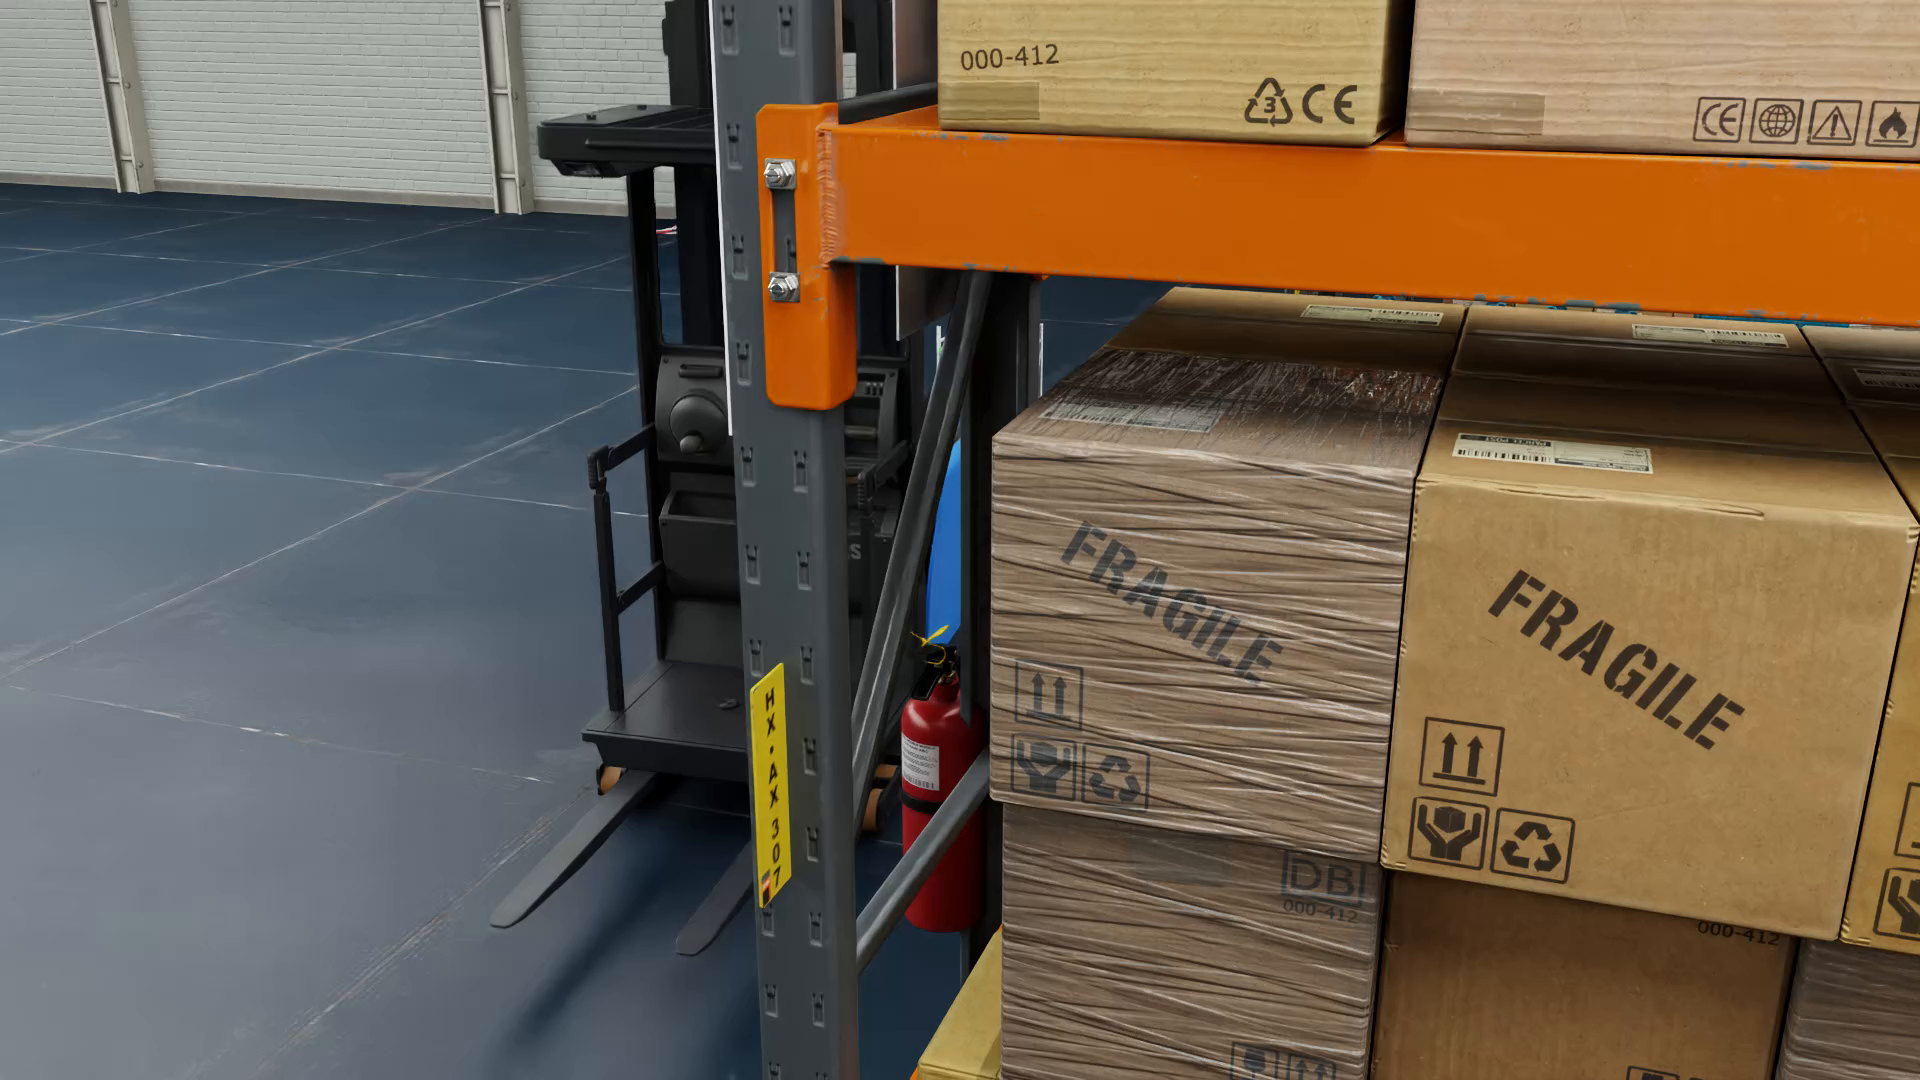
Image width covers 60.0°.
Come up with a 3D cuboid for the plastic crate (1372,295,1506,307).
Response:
[{"bbox_3d":[2.121,-0.936,7.431,0.616,0.251,0.499,7,20,18],"label":"plastic crate"}]

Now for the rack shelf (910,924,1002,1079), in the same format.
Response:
[{"bbox_3d":[1.814,1.128,2.376,4.000,0.370,1.077,7,20,18],"label":"rack shelf"}]

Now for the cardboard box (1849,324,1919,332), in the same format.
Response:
[{"bbox_3d":[5.979,-1.369,10.847,0.500,0.500,0.500,7,20,18],"label":"cardboard box"}]

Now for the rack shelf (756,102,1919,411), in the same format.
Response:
[{"bbox_3d":[1.814,-0.288,1.882,4.000,0.370,1.077,7,20,18],"label":"rack shelf"}]

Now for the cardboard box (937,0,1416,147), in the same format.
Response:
[{"bbox_3d":[0.295,-0.641,2.028,0.500,0.250,0.500,7,20,20],"label":"cardboard box"}]

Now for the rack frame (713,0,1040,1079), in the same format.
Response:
[{"bbox_3d":[-0.077,0.573,2.874,0.053,2.616,0.949,7,20,18],"label":"rack frame"}]

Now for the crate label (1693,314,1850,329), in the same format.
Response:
[{"bbox_3d":[3.377,-0.870,6.960,0.616,0.435,0.502,7,20,18],"label":"crate label"}]

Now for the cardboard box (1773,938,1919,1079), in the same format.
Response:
[{"bbox_3d":[1.405,0.537,2.375,0.500,0.500,0.875,7,20,18],"label":"cardboard box"}]

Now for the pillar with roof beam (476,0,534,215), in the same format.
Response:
[{"bbox_3d":[-7.002,-7.032,15.578,0.400,9.000,9.100,7,20,18],"label":"pillar with roof beam"}]

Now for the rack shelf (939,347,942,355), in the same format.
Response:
[{"bbox_3d":[0.156,-0.942,8.690,0.480,0.148,0.258,7,20,18],"label":"rack shelf"}]

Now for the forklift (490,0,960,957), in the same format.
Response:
[{"bbox_3d":[-0.732,-0.461,5.947,1.130,2.935,3.031,5,20,13],"label":"forklift"}]

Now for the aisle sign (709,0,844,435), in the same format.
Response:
[{"bbox_3d":[-0.233,-0.569,2.201,0.004,0.787,0.394,7,20,18],"label":"aisle sign"}]

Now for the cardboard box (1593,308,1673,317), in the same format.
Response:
[{"bbox_3d":[4.562,-1.531,11.311,0.500,0.500,0.500,7,20,18],"label":"cardboard box"}]

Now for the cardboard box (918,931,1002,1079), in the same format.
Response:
[{"bbox_3d":[0.115,0.796,2.617,0.250,0.149,0.380,7,20,18],"label":"cardboard box"}]

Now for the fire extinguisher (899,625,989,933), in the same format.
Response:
[{"bbox_3d":[-0.033,0.453,3.336,0.183,0.674,0.296,7,20,18],"label":"fire extinguisher"}]

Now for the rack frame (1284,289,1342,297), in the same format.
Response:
[{"bbox_3d":[1.550,-0.968,7.295,0.127,3.000,1.000,7,20,18],"label":"rack frame"}]

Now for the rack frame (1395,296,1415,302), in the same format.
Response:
[{"bbox_3d":[3.179,-2.507,11.712,0.127,3.000,1.000,7,20,18],"label":"rack frame"}]

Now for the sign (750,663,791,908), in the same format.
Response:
[{"bbox_3d":[-0.254,0.332,2.250,0.005,0.325,0.100,7,20,18],"label":"sign"}]

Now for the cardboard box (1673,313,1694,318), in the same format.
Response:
[{"bbox_3d":[5.028,-1.471,11.140,0.500,0.500,0.500,7,20,18],"label":"cardboard box"}]

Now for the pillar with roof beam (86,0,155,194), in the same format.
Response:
[{"bbox_3d":[-12.670,-7.680,17.437,0.400,9.000,9.100,7,20,18],"label":"pillar with roof beam"}]

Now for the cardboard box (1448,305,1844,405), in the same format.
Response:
[{"bbox_3d":[0.999,-0.053,2.547,0.500,0.500,0.500,7,20,18],"label":"cardboard box"}]

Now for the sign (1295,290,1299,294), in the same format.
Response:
[{"bbox_3d":[1.365,-0.928,6.760,0.005,0.325,0.100,7,20,18],"label":"sign"}]

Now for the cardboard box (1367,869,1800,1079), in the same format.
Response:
[{"bbox_3d":[0.947,0.469,2.569,0.500,0.500,0.875,7,20,18],"label":"cardboard box"}]

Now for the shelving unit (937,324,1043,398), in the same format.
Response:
[{"bbox_3d":[0.156,-0.549,8.827,0.503,1.200,0.258,7,20,18],"label":"shelving unit"}]

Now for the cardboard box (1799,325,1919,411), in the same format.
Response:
[{"bbox_3d":[1.471,0.002,2.390,0.500,0.500,0.500,7,20,18],"label":"cardboard box"}]

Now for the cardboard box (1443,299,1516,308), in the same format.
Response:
[{"bbox_3d":[3.783,-1.796,12.071,0.500,0.500,0.500,7,20,18],"label":"cardboard box"}]

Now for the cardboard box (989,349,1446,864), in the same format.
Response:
[{"bbox_3d":[0.354,0.057,2.233,0.500,0.500,0.500,7,20,18],"label":"cardboard box"}]

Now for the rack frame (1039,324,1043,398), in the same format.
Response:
[{"bbox_3d":[0.387,-0.522,8.752,0.015,1.200,0.240,7,20,18],"label":"rack frame"}]

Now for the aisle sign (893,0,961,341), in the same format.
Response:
[{"bbox_3d":[-0.036,-0.755,2.736,0.004,0.787,0.394,7,20,18],"label":"aisle sign"}]

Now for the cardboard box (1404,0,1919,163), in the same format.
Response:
[{"bbox_3d":[0.784,-0.587,1.874,0.500,0.250,0.500,6,20,17],"label":"cardboard box"}]

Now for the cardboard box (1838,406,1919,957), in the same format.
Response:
[{"bbox_3d":[1.297,0.167,1.919,0.500,0.500,0.500,7,20,18],"label":"cardboard box"}]

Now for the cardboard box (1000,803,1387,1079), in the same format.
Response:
[{"bbox_3d":[0.435,0.453,2.617,0.500,0.500,0.875,7,20,18],"label":"cardboard box"}]

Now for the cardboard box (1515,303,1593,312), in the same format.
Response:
[{"bbox_3d":[4.085,-1.581,11.454,0.500,0.500,0.500,7,20,18],"label":"cardboard box"}]

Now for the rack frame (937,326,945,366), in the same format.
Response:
[{"bbox_3d":[-0.074,-0.575,8.903,0.015,1.200,0.240,7,20,18],"label":"rack frame"}]

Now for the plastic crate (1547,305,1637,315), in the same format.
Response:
[{"bbox_3d":[2.732,-0.864,7.225,0.408,0.251,0.499,7,20,18],"label":"plastic crate"}]

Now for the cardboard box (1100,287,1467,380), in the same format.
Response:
[{"bbox_3d":[0.525,-0.105,2.697,0.500,0.500,0.500,7,20,18],"label":"cardboard box"}]

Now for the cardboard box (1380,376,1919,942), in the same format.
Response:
[{"bbox_3d":[0.824,0.113,2.072,0.500,0.500,0.500,7,20,18],"label":"cardboard box"}]
